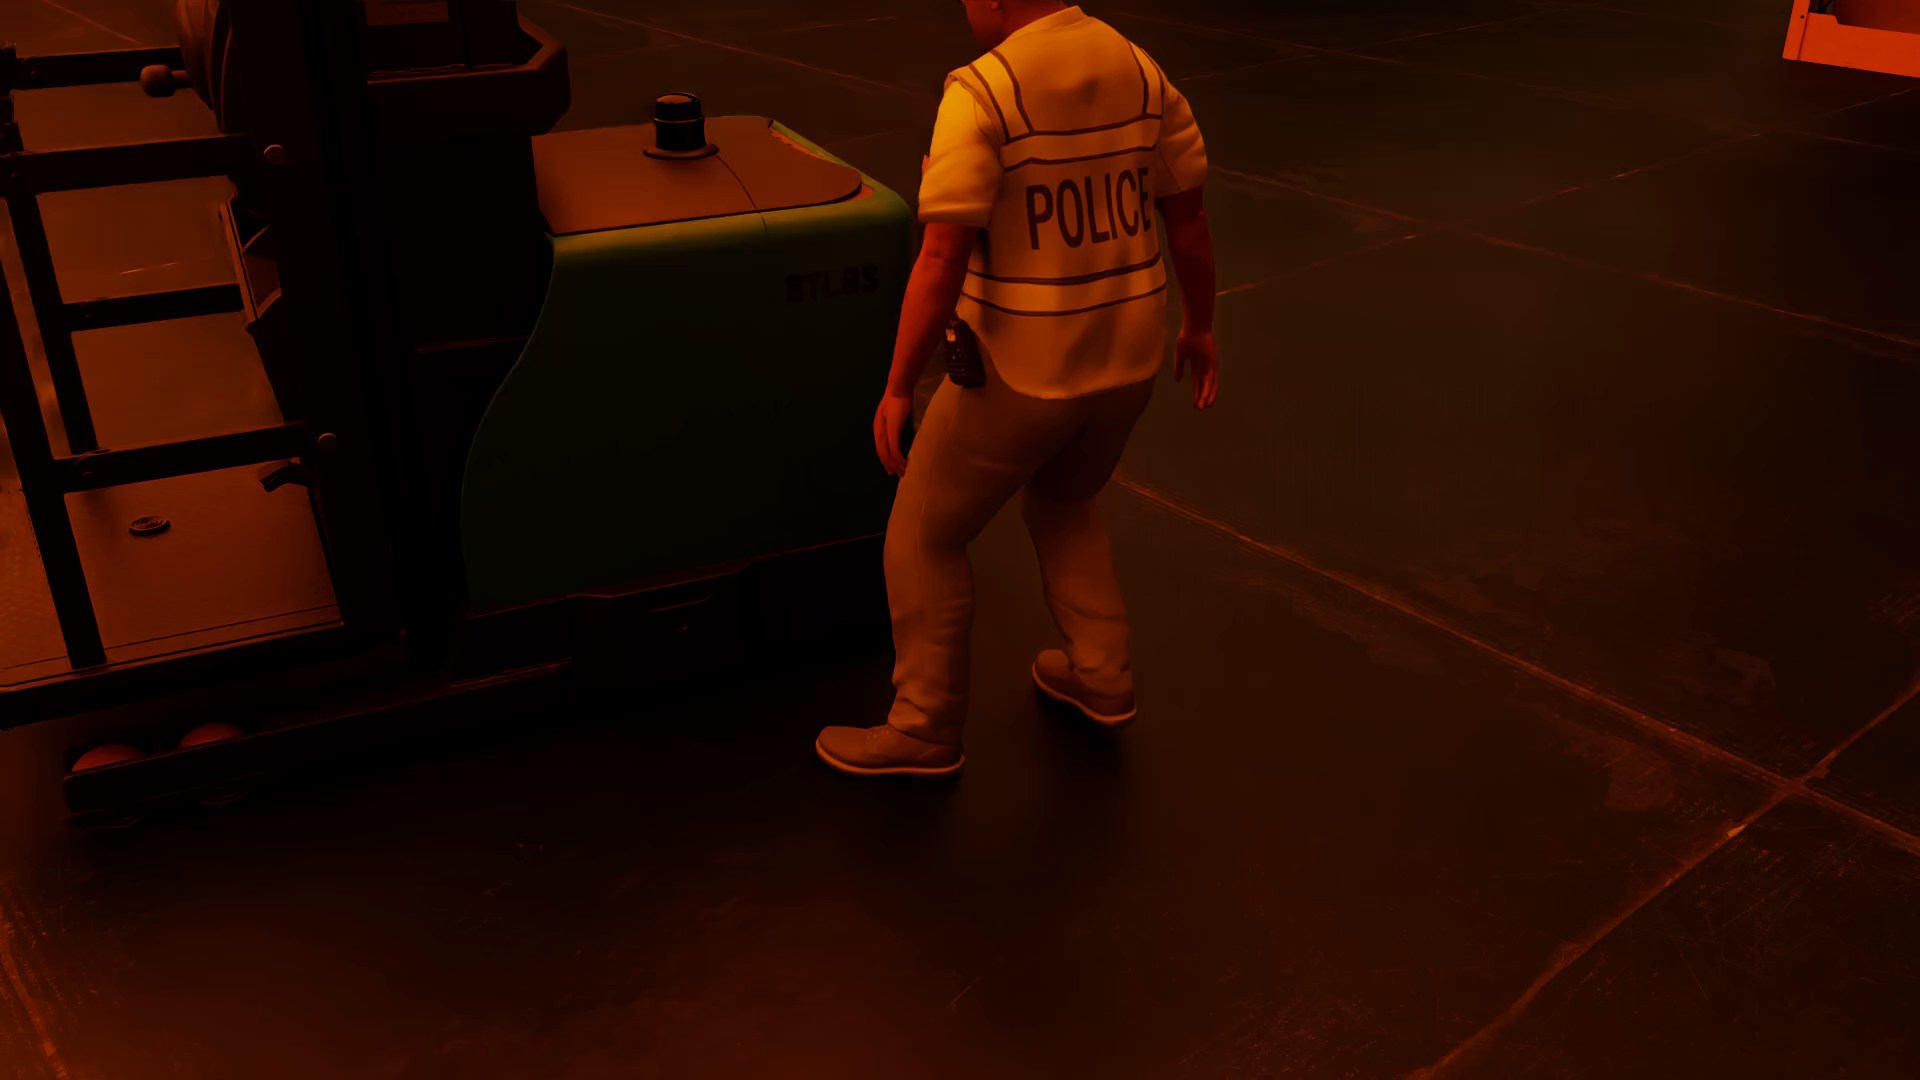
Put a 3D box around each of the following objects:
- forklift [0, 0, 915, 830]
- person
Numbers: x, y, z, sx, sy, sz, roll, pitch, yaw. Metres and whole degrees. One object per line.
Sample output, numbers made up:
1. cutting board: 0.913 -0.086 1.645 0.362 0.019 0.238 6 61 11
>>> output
1. forklift: -1.650 -1.001 3.222 3.031 2.935 1.130 -12 29 -22
2. person: 0.136 -0.351 3.277 0.861 1.717 0.423 -18 32 -32
